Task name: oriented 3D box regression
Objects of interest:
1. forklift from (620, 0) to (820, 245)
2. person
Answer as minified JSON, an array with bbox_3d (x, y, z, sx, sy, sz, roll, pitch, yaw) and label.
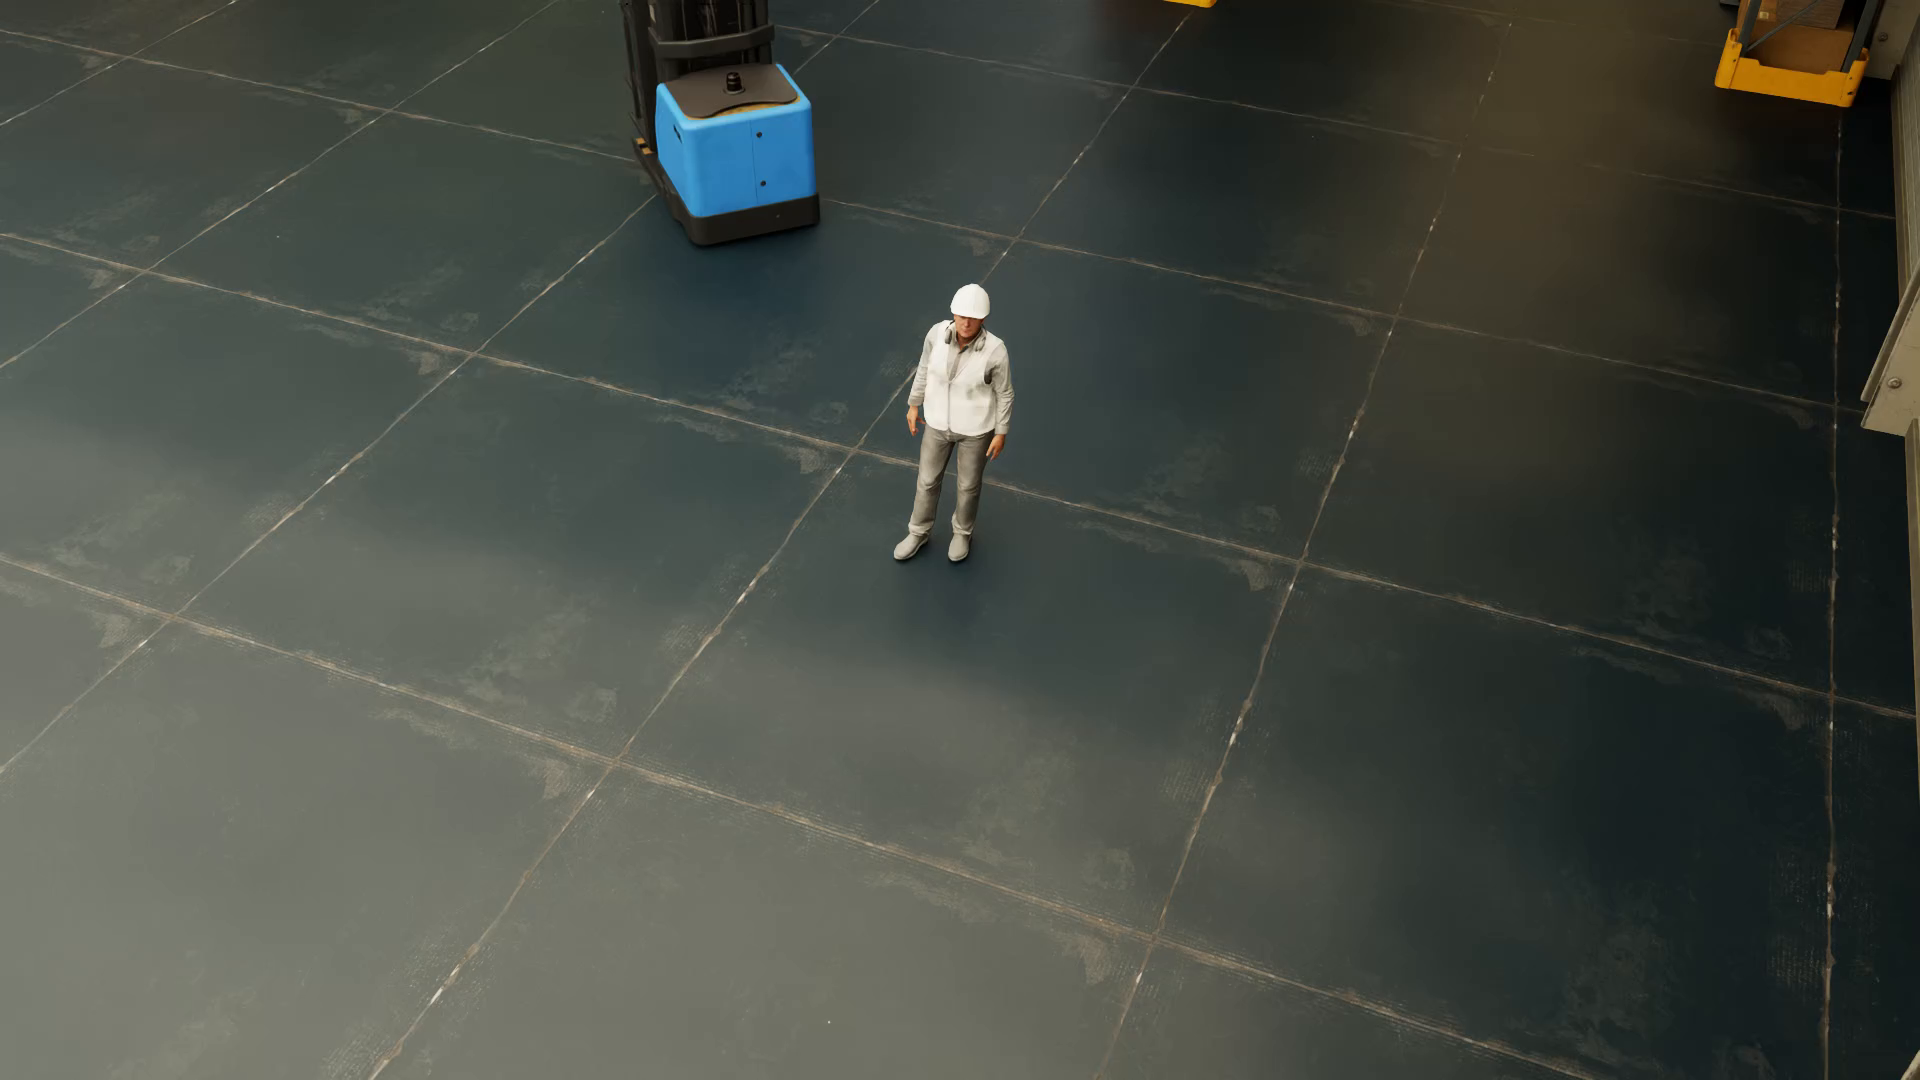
[{"bbox_3d":[-2.144,-4.363,13.219,1.130,2.935,3.031,-15,42,-17],"label":"forklift"},{"bbox_3d":[-0.031,-0.651,9.674,0.632,1.773,0.568,15,42,17],"label":"person"}]
